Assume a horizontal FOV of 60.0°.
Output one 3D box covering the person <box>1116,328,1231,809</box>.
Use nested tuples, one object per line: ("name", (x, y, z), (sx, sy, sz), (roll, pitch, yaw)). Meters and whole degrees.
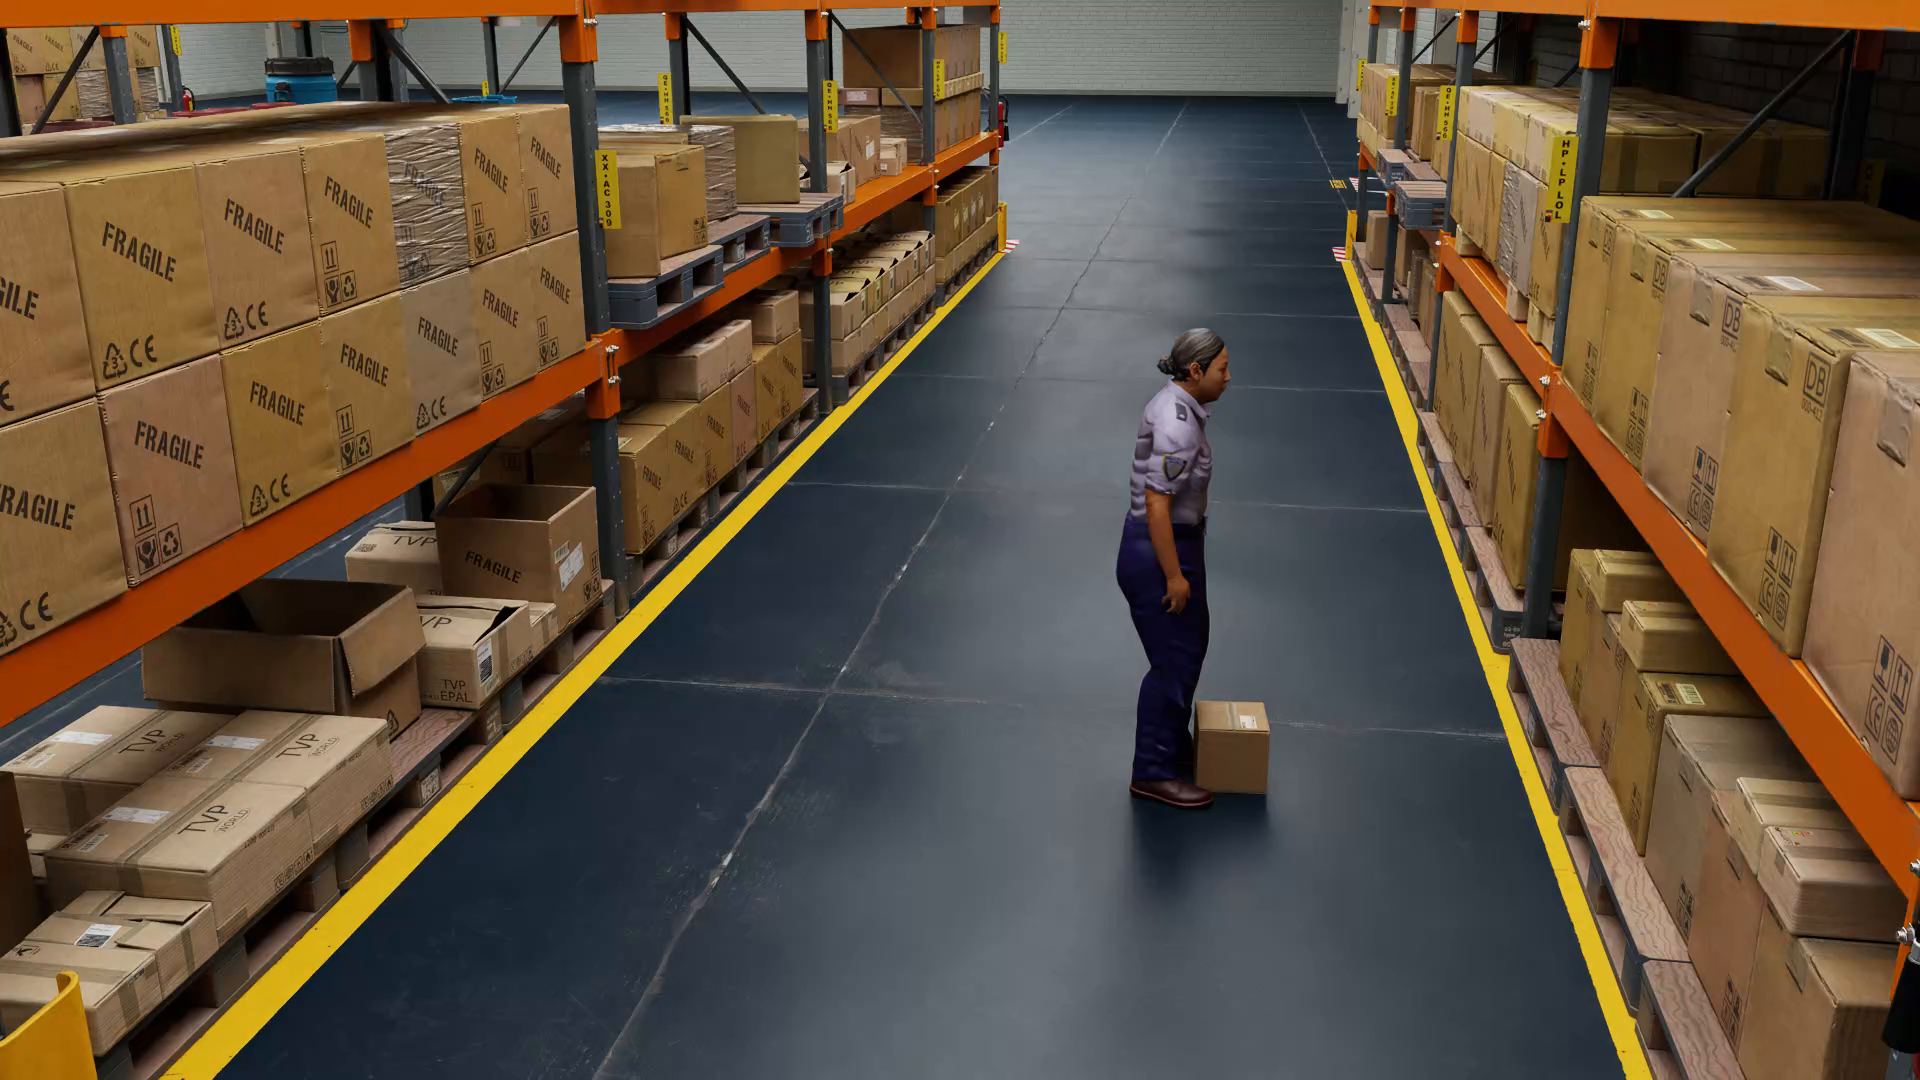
("person", (0.763, 0.077, 5.831), (0.420, 1.651, 0.537), (3, 18, 8))
